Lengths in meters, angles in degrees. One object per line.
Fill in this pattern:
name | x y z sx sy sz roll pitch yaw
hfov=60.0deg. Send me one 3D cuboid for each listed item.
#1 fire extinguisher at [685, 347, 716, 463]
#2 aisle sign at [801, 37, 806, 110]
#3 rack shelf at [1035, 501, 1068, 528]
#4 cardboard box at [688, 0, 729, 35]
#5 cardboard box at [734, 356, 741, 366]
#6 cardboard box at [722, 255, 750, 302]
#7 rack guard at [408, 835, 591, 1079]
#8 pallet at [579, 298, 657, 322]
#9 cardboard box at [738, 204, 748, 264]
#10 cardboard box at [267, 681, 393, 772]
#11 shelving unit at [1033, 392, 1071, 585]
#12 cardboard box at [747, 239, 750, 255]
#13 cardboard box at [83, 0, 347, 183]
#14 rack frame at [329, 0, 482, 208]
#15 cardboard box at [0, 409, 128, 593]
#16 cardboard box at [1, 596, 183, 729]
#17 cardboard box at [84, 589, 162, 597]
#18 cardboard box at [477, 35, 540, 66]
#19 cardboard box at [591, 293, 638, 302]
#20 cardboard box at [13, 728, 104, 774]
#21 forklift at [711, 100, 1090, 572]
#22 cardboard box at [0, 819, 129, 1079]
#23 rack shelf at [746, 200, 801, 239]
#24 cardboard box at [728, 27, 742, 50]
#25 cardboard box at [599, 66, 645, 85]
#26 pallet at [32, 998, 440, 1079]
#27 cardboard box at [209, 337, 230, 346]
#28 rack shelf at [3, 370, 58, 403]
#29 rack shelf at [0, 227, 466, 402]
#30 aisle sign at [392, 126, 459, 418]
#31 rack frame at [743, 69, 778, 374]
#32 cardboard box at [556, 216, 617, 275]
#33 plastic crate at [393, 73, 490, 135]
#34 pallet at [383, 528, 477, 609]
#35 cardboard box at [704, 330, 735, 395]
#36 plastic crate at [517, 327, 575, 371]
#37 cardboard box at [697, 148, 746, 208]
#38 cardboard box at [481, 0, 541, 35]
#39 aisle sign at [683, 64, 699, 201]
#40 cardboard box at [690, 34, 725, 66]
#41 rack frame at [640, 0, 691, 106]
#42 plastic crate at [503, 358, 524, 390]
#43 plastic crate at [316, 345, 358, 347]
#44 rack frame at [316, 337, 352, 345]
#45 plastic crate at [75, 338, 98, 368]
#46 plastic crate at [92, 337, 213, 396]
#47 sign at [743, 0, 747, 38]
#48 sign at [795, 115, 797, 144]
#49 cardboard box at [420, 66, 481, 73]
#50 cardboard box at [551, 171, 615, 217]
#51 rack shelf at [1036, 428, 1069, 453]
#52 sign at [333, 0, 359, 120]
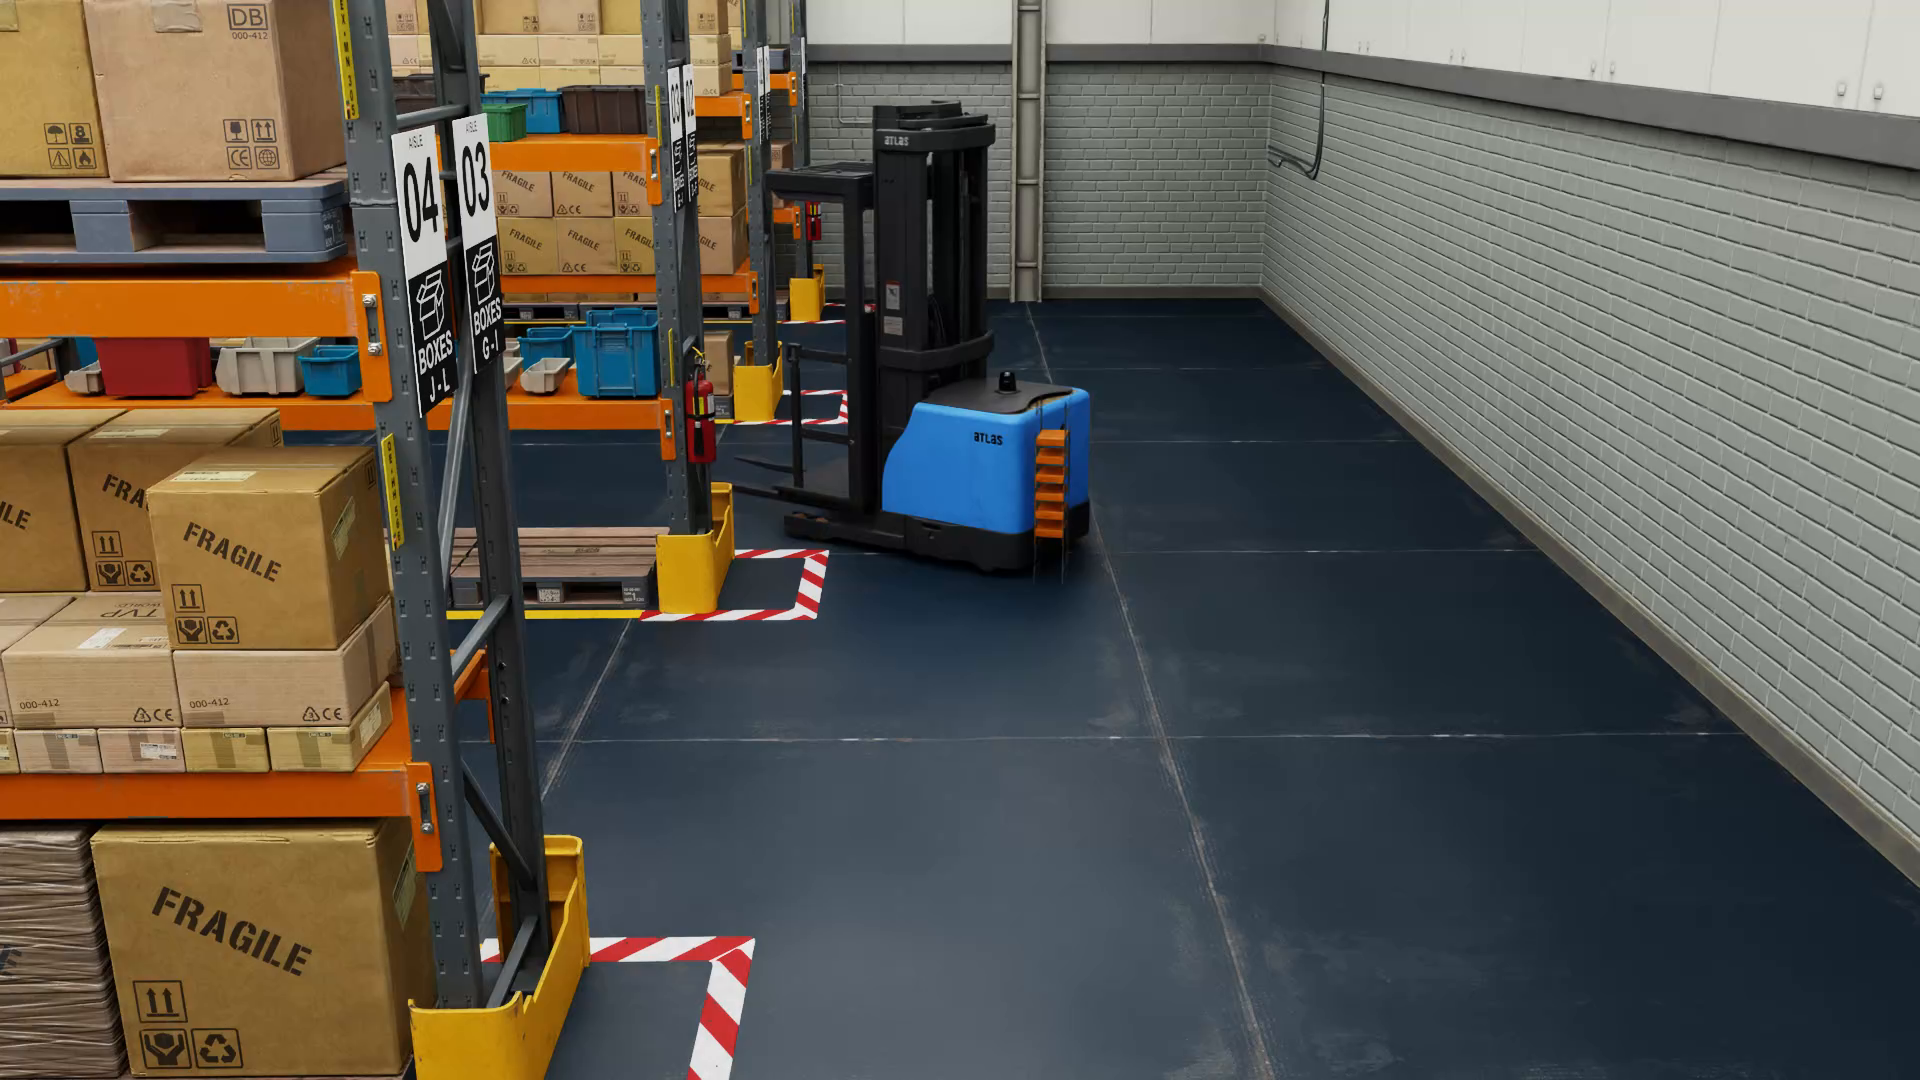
fire extinguisher | -1.544 -0.800 9.867 0.183 0.674 0.296 0 18 -1
aisle sign | -1.782 -5.324 18.979 0.004 0.787 0.394 0 18 -1
rack shelf | 0.588 -0.168 10.645 0.180 0.103 0.258 4 18 11
cardboard box | -2.290 -4.610 14.295 0.500 0.500 0.700 0 18 -1
cardboard box | -2.201 -1.620 15.634 0.250 0.149 0.380 0 18 -1
cardboard box | -2.557 -3.154 19.873 0.500 0.500 0.700 0 18 -1
rack guard | -1.600 1.551 5.895 0.348 0.500 1.175 0 18 -1
pallet | -3.874 -2.817 19.985 1.213 0.211 1.003 0 18 -1
cardboard box | -2.225 -2.791 15.173 0.500 0.500 0.500 0 18 0
cardboard box | -1.975 0.583 5.232 0.250 0.149 0.380 0 18 0
shelving unit | 0.588 -0.324 10.595 0.189 1.200 0.258 4 18 11
cardboard box | -2.435 -3.524 19.966 0.250 0.149 0.380 0 18 0
cardboard box | -2.143 -1.344 4.901 0.500 0.500 0.700 -1 18 -4
rack frame | -1.624 -2.496 4.596 0.127 3.000 1.000 0 18 -1
cardboard box | -3.126 -0.140 5.604 0.500 0.500 0.500 -1 18 -2
cardboard box | -2.612 0.376 5.223 0.500 0.250 0.500 -1 18 -2
cardboard box | -2.628 0.215 5.726 0.500 0.250 0.500 0 18 -2
cardboard box | -3.786 -4.171 14.157 0.500 0.250 0.500 0 18 -1
cardboard box | -4.093 -3.144 19.842 0.500 0.500 0.700 0 18 0
cardboard box | -2.737 0.586 5.221 0.250 0.149 0.380 0 18 0
forklift | -0.629 -1.506 11.445 3.031 2.935 1.130 11 21 31
cardboard box | -3.173 1.204 5.674 0.875 0.875 0.875 0 18 -1
rack shelf | -3.859 -3.826 19.741 4.000 0.370 1.077 0 18 -1
cardboard box | -2.587 -5.698 18.882 0.500 0.250 0.500 0 18 1
cardboard box | -2.786 -3.940 14.253 0.500 0.250 0.500 0 18 -1
pallet | -2.422 1.716 5.852 1.213 0.211 1.003 0 18 -1
cardboard box | -6.760 -1.575 14.919 0.500 0.500 0.500 0 18 -1
rack shelf | -7.702 -0.781 10.248 4.000 0.370 1.077 0 18 -1
rack shelf | -3.624 -0.715 5.134 4.000 0.370 1.077 0 18 -1
aisle sign | -1.548 -0.786 4.831 0.004 0.787 0.394 0 18 -1
rack frame | -1.777 -2.665 14.944 0.127 3.000 1.000 0 18 -1
cardboard box | -3.238 -2.623 14.650 0.500 0.500 0.500 0 18 0
plastic crate | -3.234 -2.627 10.018 0.767 0.338 0.504 0 18 -1
pallet | -3.744 0.173 10.663 1.213 0.211 1.003 0 18 -1
cardboard box | -2.317 -1.606 15.016 0.500 0.500 0.500 0 18 -1
plastic crate | -2.613 -1.197 10.545 0.300 0.233 0.416 0 18 -1
cardboard box | -2.225 -3.267 15.021 0.500 0.500 0.500 0 18 1
cardboard box | -3.791 -4.624 14.340 0.500 0.500 0.700 0 18 -1
aisle sign | -1.635 -2.481 10.115 0.004 0.787 0.394 0 18 -1
cardboard box | -2.286 -4.180 14.182 0.500 0.250 0.500 0 18 -1
rack frame | -1.702 -4.009 9.312 0.127 3.000 1.000 0 18 -1
plastic crate | -2.805 -0.999 10.084 0.243 0.136 0.396 0 18 -1
plastic crate | -3.966 -1.136 10.512 0.466 0.136 0.293 0 18 -1
rack frame | -5.776 -2.646 14.884 0.127 3.000 1.000 0 18 -1
plastic crate | -5.240 -1.260 10.493 0.575 0.384 0.392 0 18 -1
plastic crate | -4.805 -1.120 9.924 0.583 0.464 0.402 0 18 -1
sign | -1.788 -4.345 13.822 0.005 0.325 0.100 0 18 -1
sign | -1.864 -4.676 18.931 0.005 0.325 0.100 0 18 -1
cardboard box | -4.286 -3.932 14.231 0.500 0.250 0.500 0 18 -1
cardboard box | -3.241 -3.096 14.487 0.500 0.500 0.500 0 18 1
rack shelf | 0.588 -0.625 10.498 0.180 0.103 0.258 4 18 11
sign | -1.630 -1.286 4.414 0.005 0.325 0.100 0 18 -1
